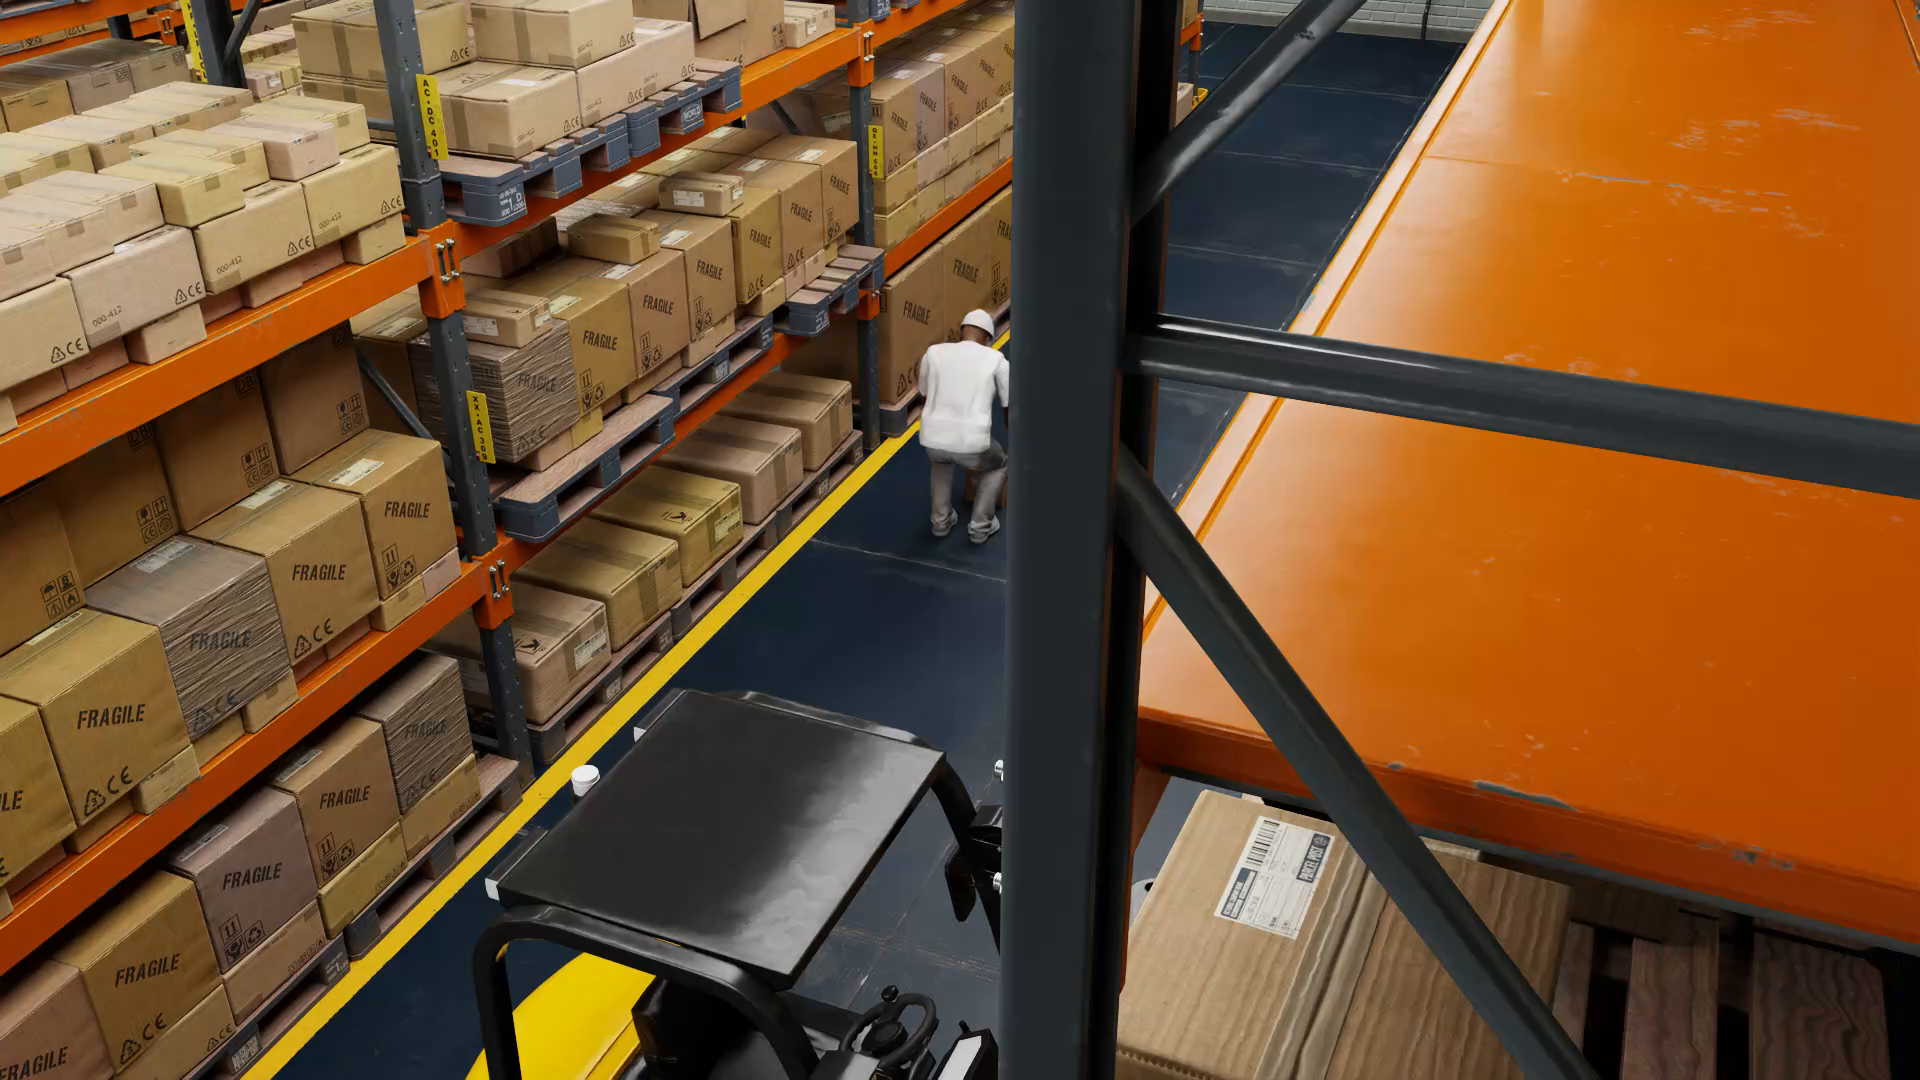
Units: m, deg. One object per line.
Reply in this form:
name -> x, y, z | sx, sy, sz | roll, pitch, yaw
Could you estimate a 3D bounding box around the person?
person -> 0.011, -0.672, 10.027 | 0.629, 1.313, 0.805 | 10, 31, 18
